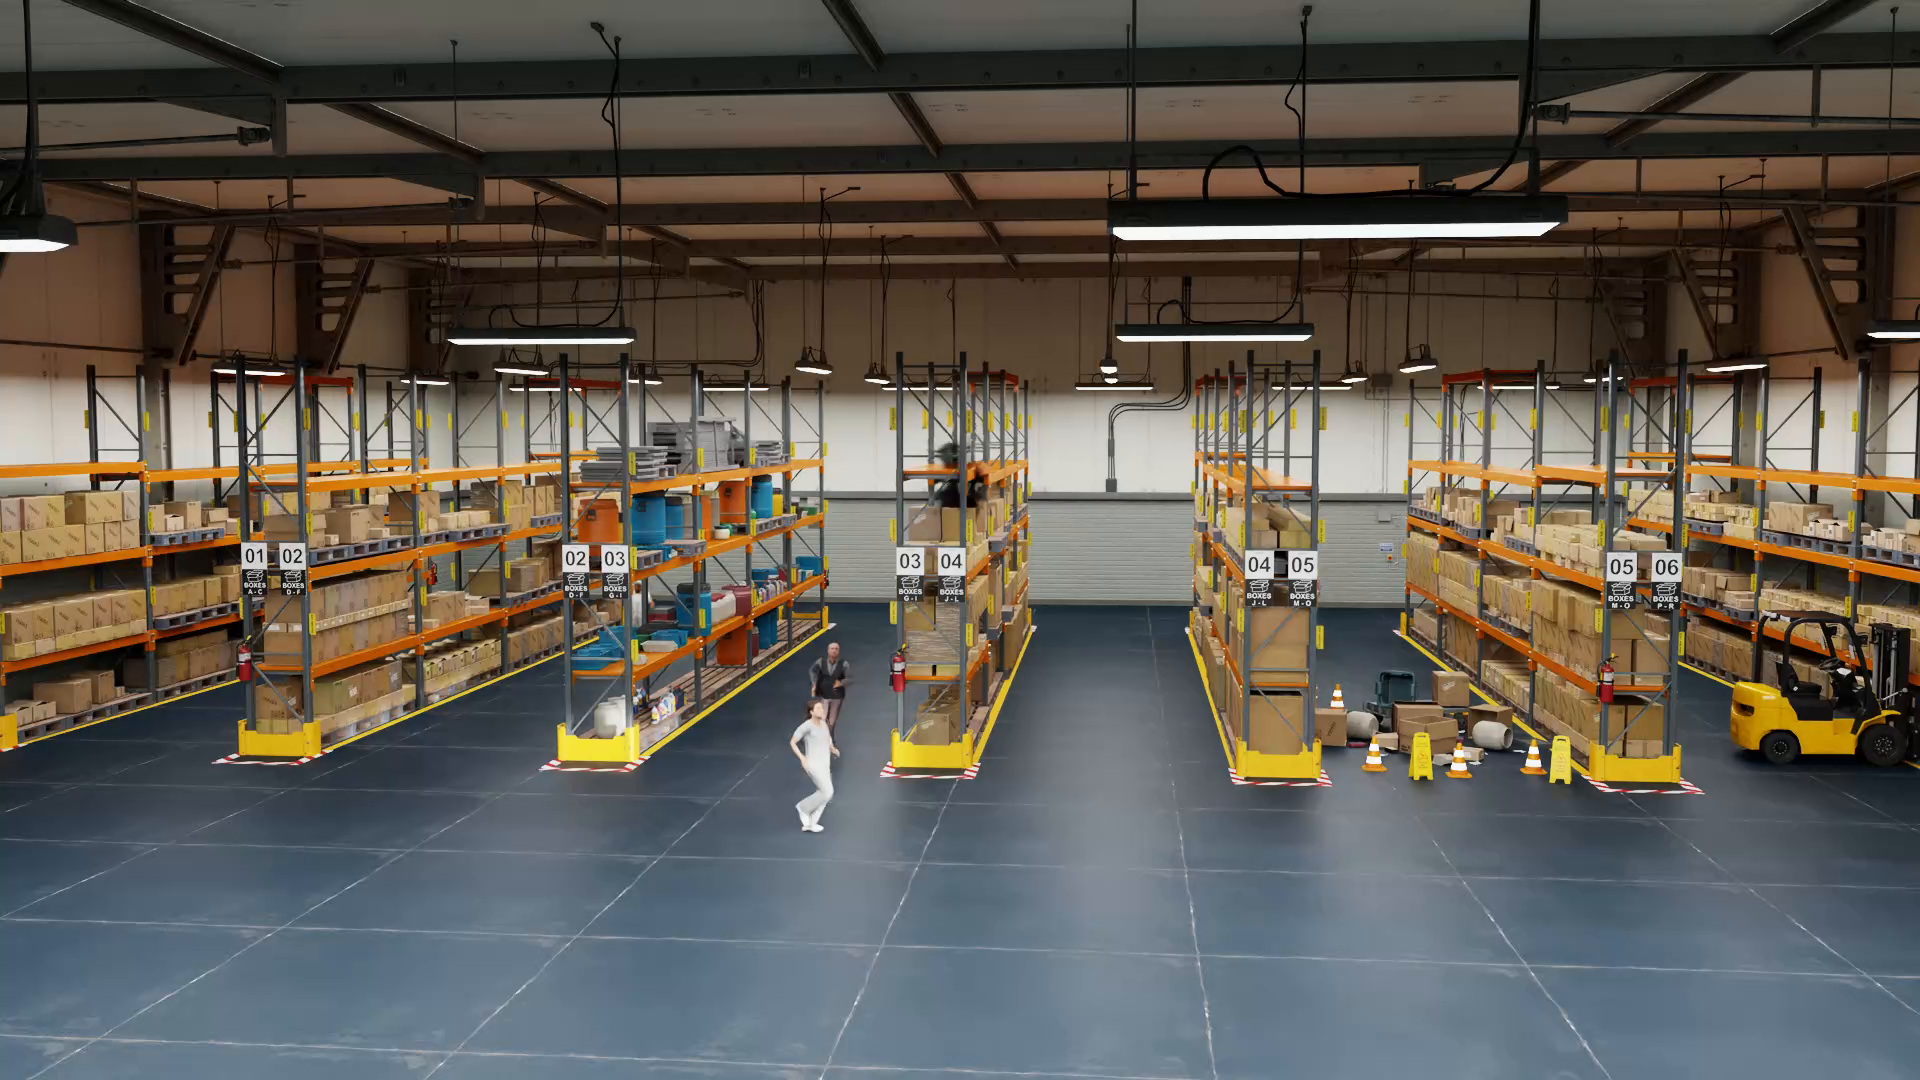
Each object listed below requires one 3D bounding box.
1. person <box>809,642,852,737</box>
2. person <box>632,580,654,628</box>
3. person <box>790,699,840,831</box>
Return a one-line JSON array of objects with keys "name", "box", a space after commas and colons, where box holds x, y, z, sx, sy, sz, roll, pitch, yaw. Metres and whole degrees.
[{"name": "person", "box": [-1.941, 2.402, 24.948, 0.638, 1.749, 0.738, -1, 4, -7]}, {"name": "person", "box": [-6.857, 1.665, 35.447, 0.591, 1.629, 0.585, 0, 4, -1]}, {"name": "person", "box": [-1.707, 2.746, 20.208, 0.546, 1.623, 0.552, 3, 5, 33]}]
